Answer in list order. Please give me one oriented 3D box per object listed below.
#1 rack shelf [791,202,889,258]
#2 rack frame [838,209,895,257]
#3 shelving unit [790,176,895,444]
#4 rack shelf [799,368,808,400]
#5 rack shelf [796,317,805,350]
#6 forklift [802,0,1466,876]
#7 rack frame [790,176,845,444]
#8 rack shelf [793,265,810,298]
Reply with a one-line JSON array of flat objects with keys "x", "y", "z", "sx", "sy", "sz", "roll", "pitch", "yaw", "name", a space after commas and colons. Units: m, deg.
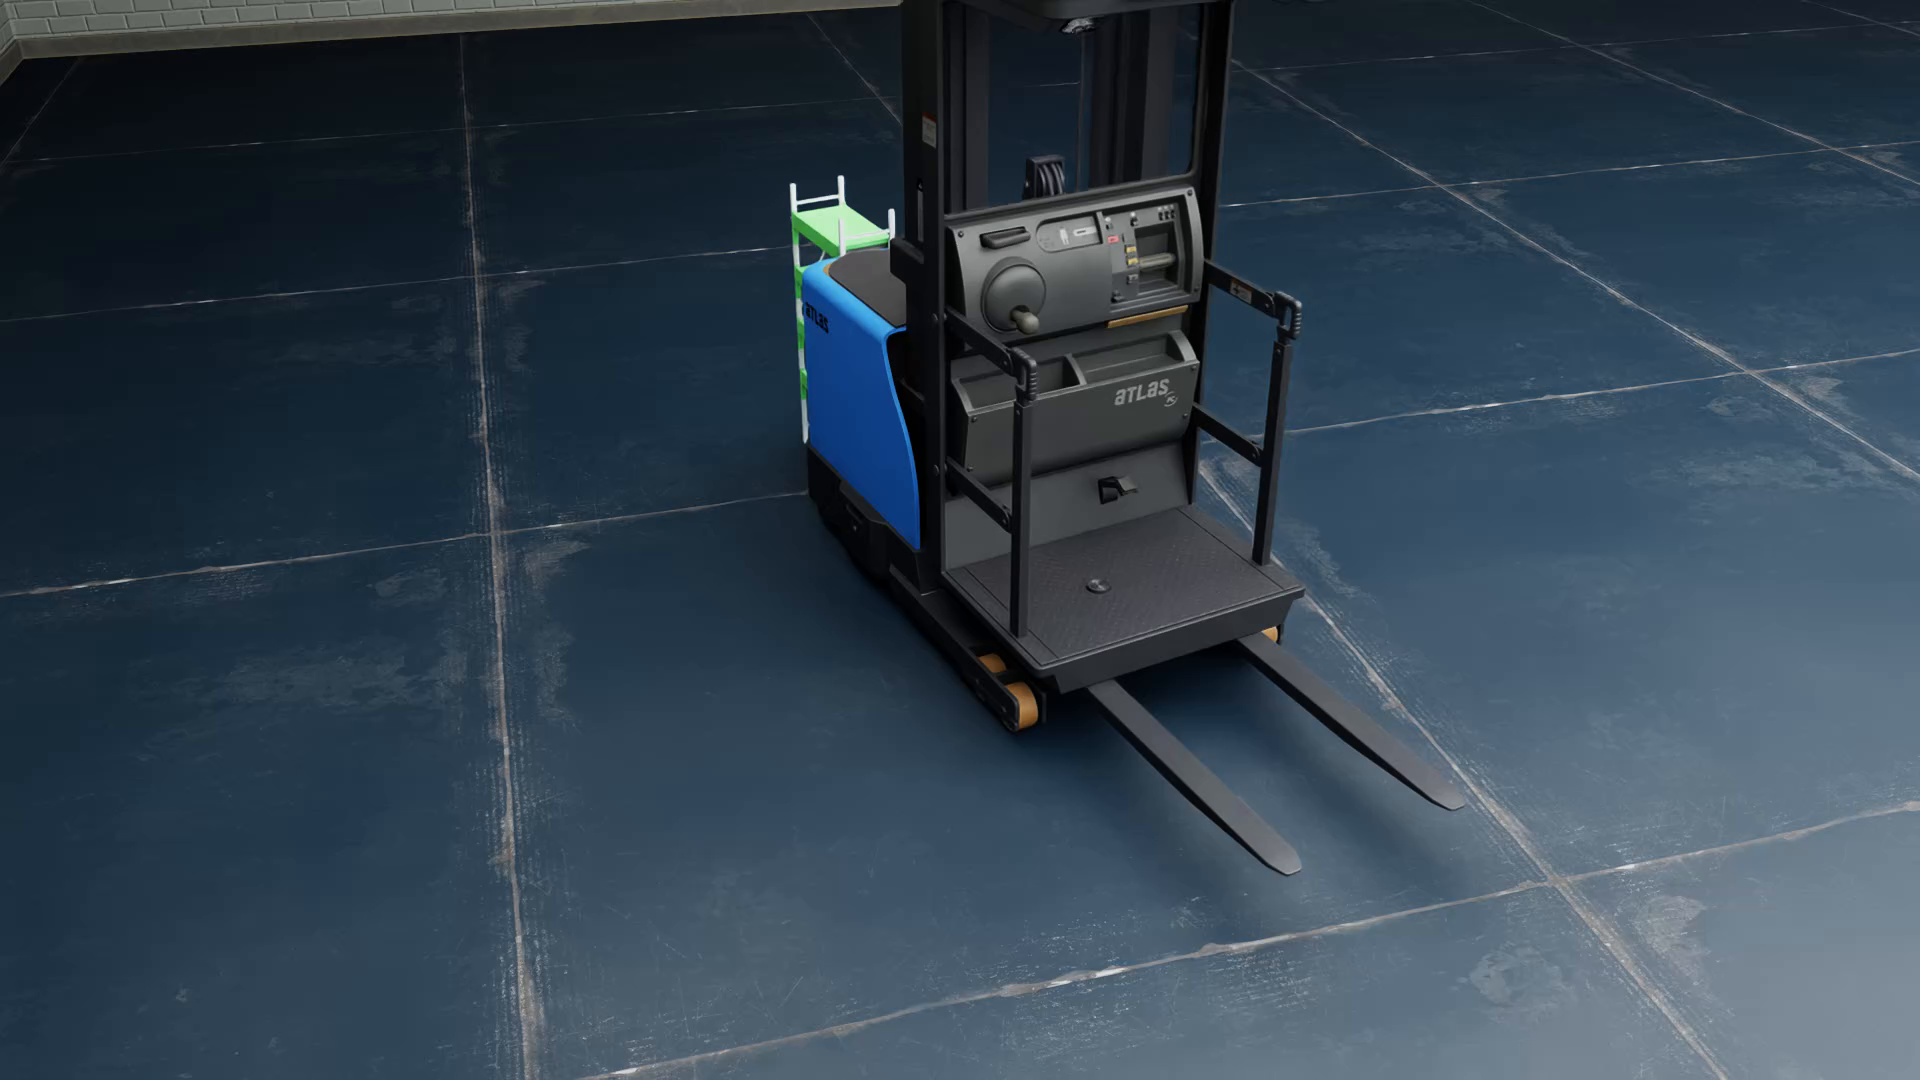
[{"x": -0.485, "y": -1.238, "z": 6.860, "sx": 0.258, "sy": 0.148, "sz": 0.480, "roll": -15, "pitch": 33, "yaw": -24, "name": "rack shelf"}, {"x": -0.370, "y": -0.770, "z": 6.882, "sx": 0.240, "sy": 1.200, "sz": 0.015, "roll": -15, "pitch": 33, "yaw": -24, "name": "rack frame"}, {"x": -0.485, "y": -0.878, "z": 7.068, "sx": 0.258, "sy": 1.200, "sz": 0.503, "roll": -15, "pitch": 33, "yaw": -24, "name": "shelving unit"}, {"x": -0.485, "y": -0.615, "z": 7.221, "sx": 0.258, "sy": 0.148, "sz": 0.480, "roll": -15, "pitch": 33, "yaw": -24, "name": "rack shelf"}, {"x": -0.485, "y": -0.822, "z": 7.100, "sx": 0.258, "sy": 0.148, "sz": 0.480, "roll": -15, "pitch": 33, "yaw": -24, "name": "rack shelf"}, {"x": 0.504, "y": -0.880, "z": 5.345, "sx": 1.130, "sy": 2.935, "sz": 3.031, "roll": -15, "pitch": 33, "yaw": -24, "name": "forklift"}, {"x": -0.599, "y": -0.986, "z": 7.255, "sx": 0.240, "sy": 1.200, "sz": 0.015, "roll": -15, "pitch": 33, "yaw": -24, "name": "rack frame"}, {"x": -0.485, "y": -1.030, "z": 6.980, "sx": 0.258, "sy": 0.148, "sz": 0.480, "roll": -15, "pitch": 33, "yaw": -24, "name": "rack shelf"}]
